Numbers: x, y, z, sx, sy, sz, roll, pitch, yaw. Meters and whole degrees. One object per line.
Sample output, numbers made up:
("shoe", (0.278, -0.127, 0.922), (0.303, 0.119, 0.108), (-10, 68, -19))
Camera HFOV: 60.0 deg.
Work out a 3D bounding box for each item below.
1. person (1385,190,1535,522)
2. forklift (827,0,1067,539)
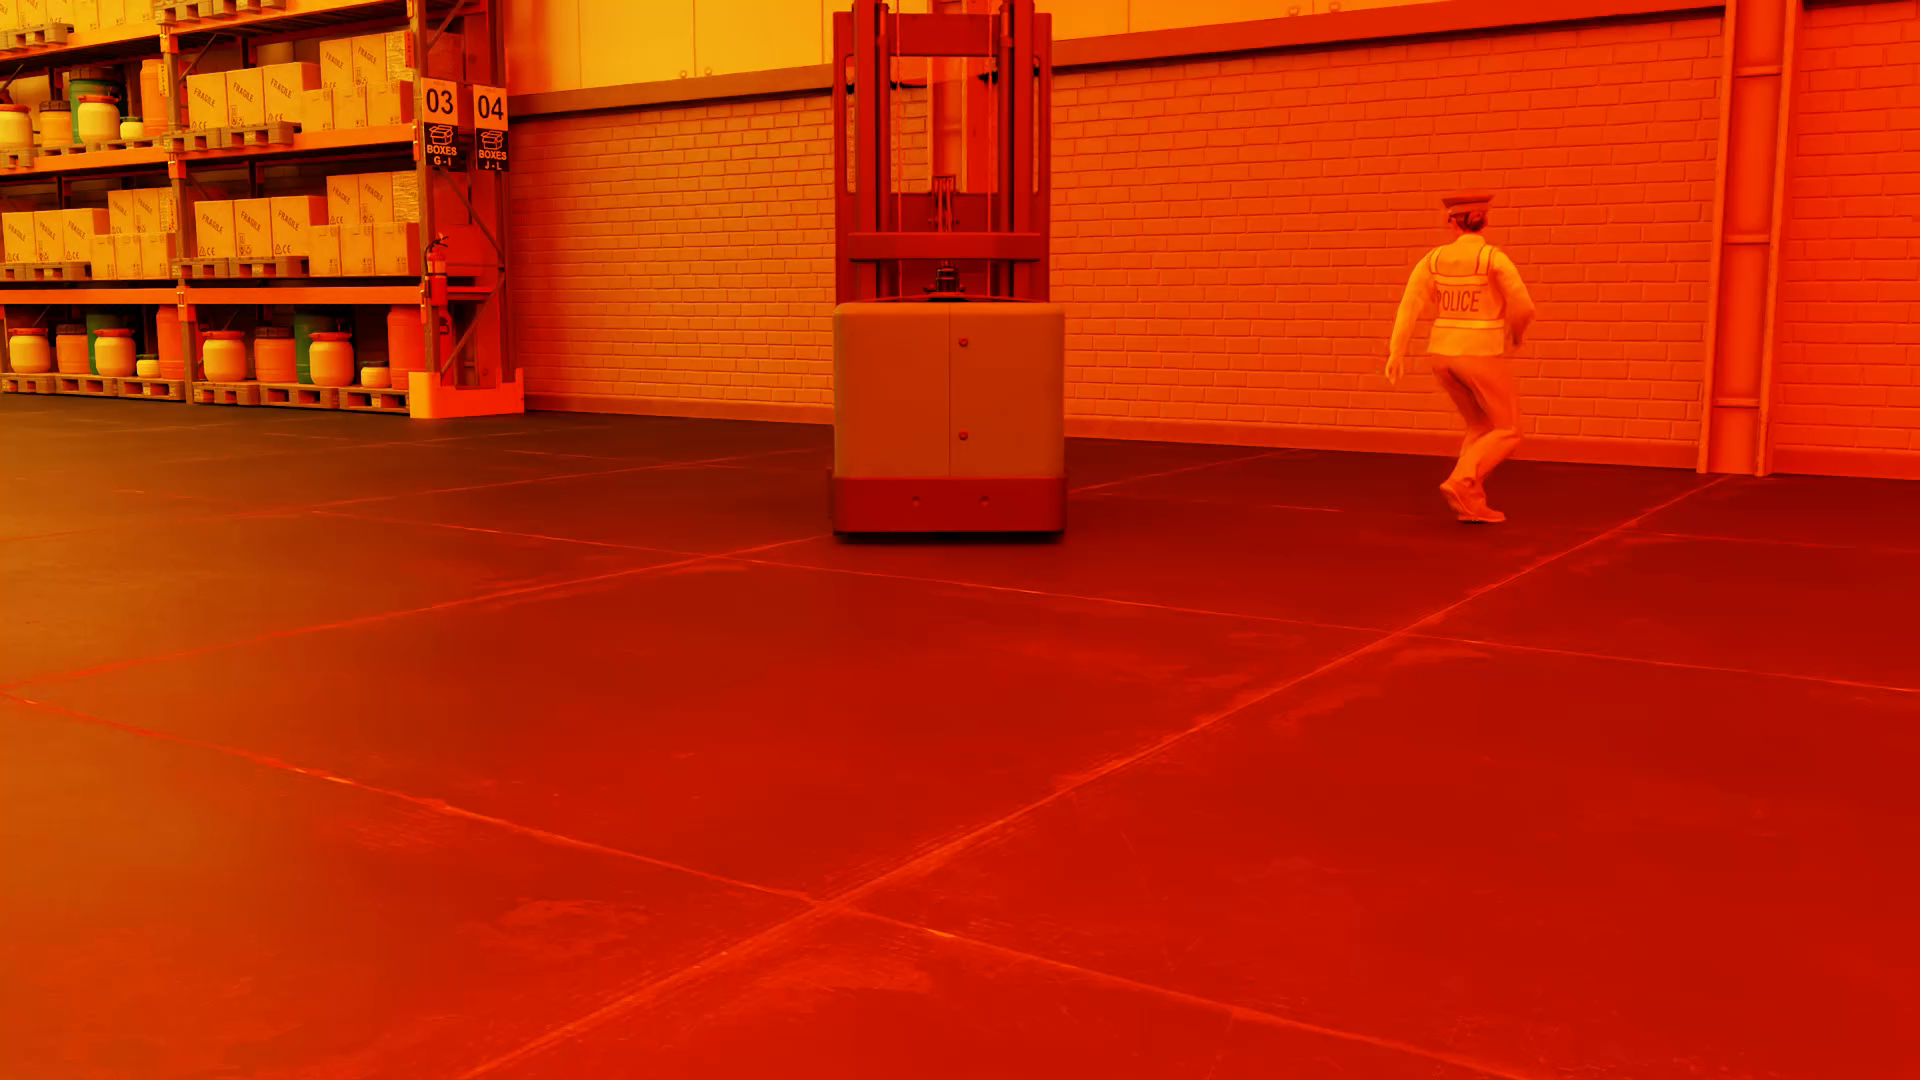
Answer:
("person", (2.468, -0.874, 8.083), (0.593, 1.613, 0.620), (-5, 9, -29))
("forklift", (-0.097, -1.629, 8.651), (1.130, 2.935, 3.031), (0, 8, -2))
